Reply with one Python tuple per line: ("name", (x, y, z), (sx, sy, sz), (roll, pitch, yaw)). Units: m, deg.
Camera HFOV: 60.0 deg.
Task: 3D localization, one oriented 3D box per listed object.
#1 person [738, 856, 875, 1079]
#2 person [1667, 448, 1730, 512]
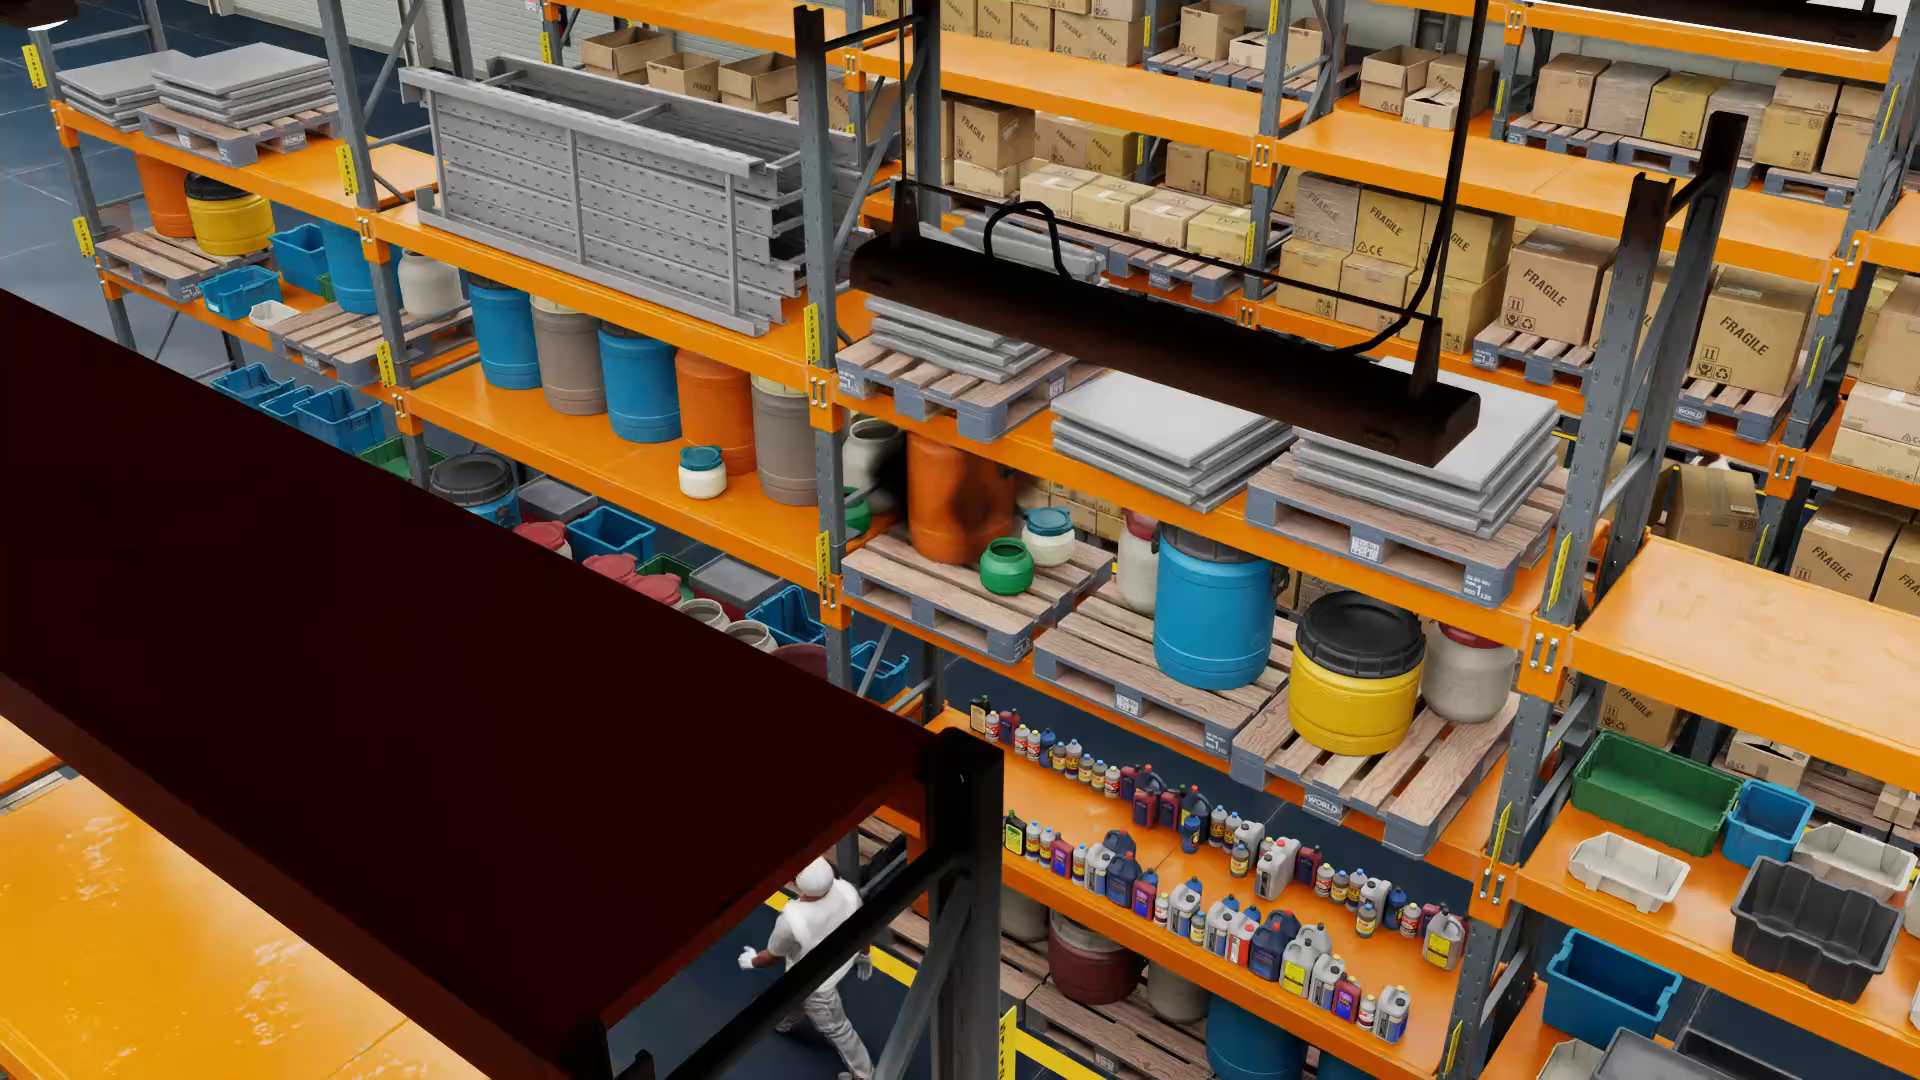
("person", (-0.918, 2.429, 9.587), (1.080, 1.704, 0.545), (17, 35, 26))
("person", (6.138, -0.180, 13.952), (0.953, 1.770, 0.732), (22, 38, 32))
